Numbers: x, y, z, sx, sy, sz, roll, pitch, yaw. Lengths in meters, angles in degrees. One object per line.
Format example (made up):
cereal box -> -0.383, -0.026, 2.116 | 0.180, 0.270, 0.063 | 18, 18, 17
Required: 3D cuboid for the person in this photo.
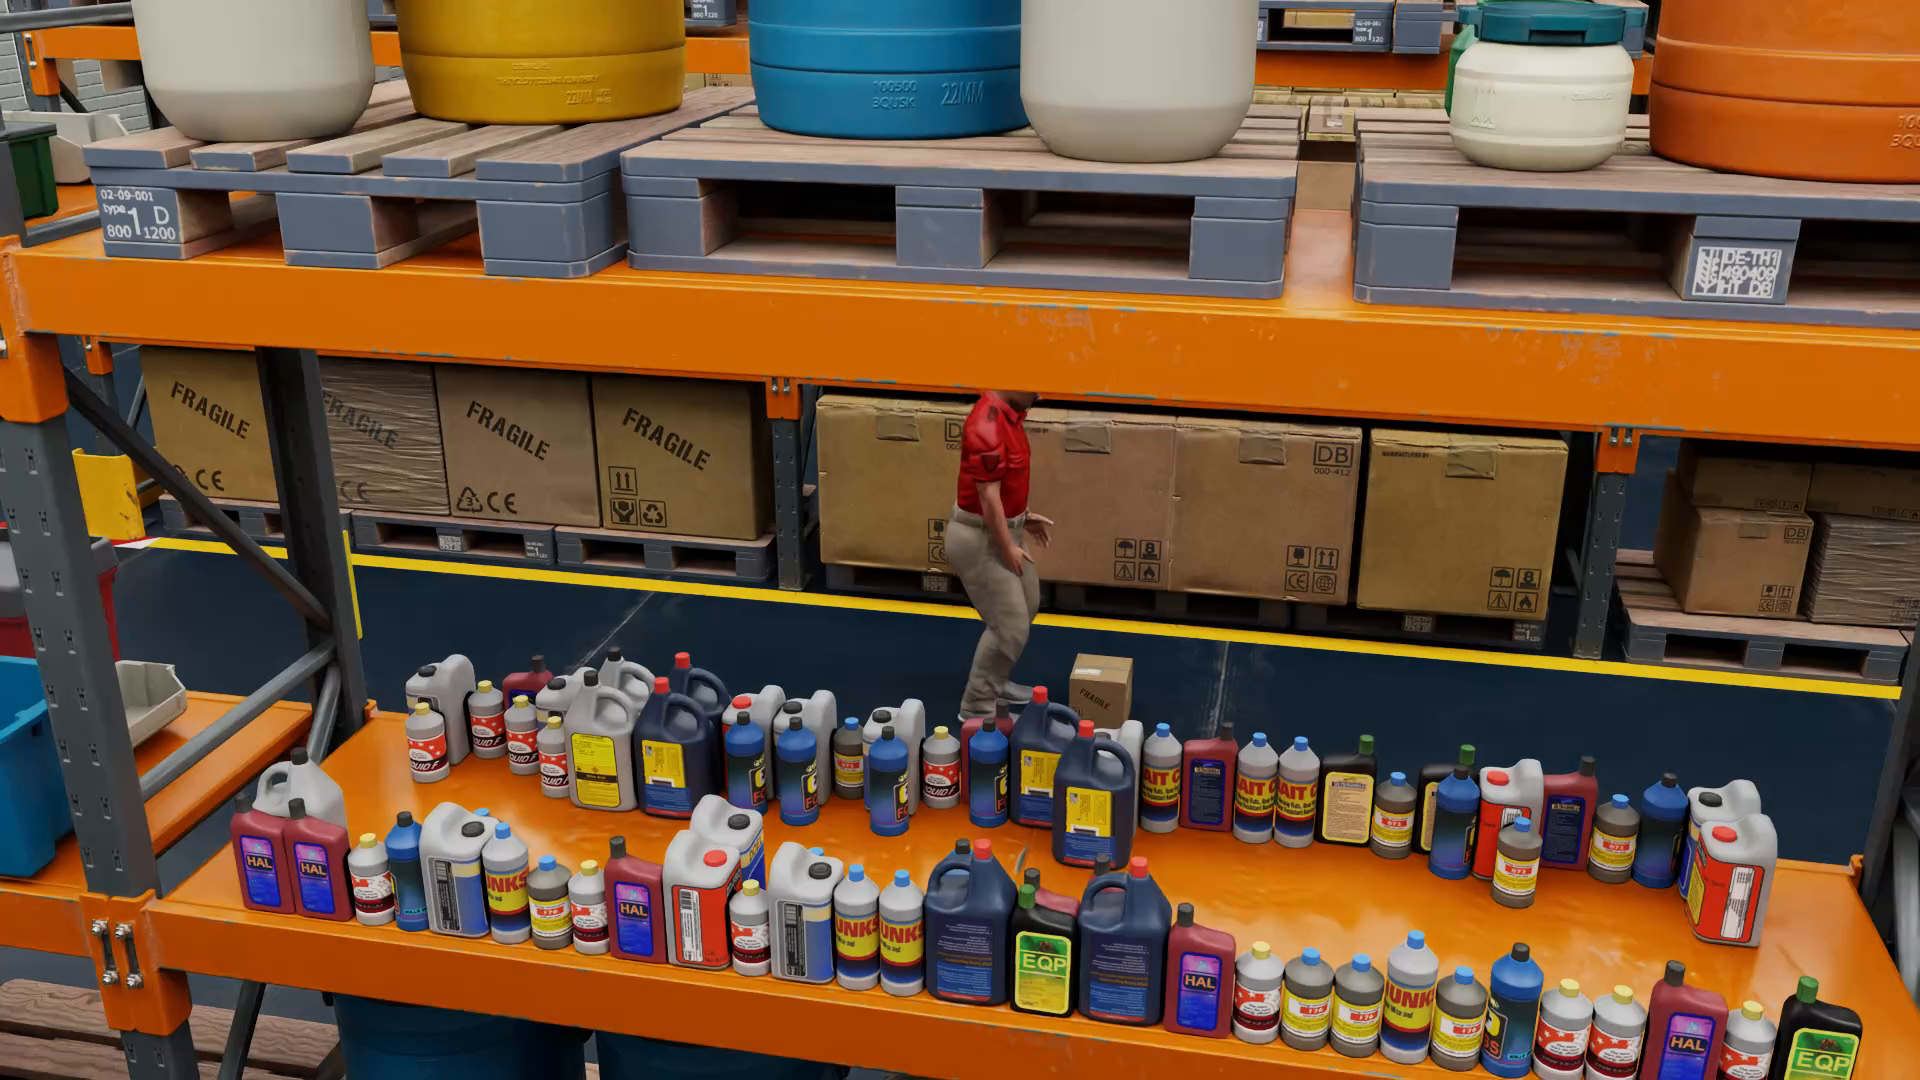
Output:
person -> 0.166, -0.012, 7.227 | 0.431, 1.677, 0.557 | 4, 22, 11
